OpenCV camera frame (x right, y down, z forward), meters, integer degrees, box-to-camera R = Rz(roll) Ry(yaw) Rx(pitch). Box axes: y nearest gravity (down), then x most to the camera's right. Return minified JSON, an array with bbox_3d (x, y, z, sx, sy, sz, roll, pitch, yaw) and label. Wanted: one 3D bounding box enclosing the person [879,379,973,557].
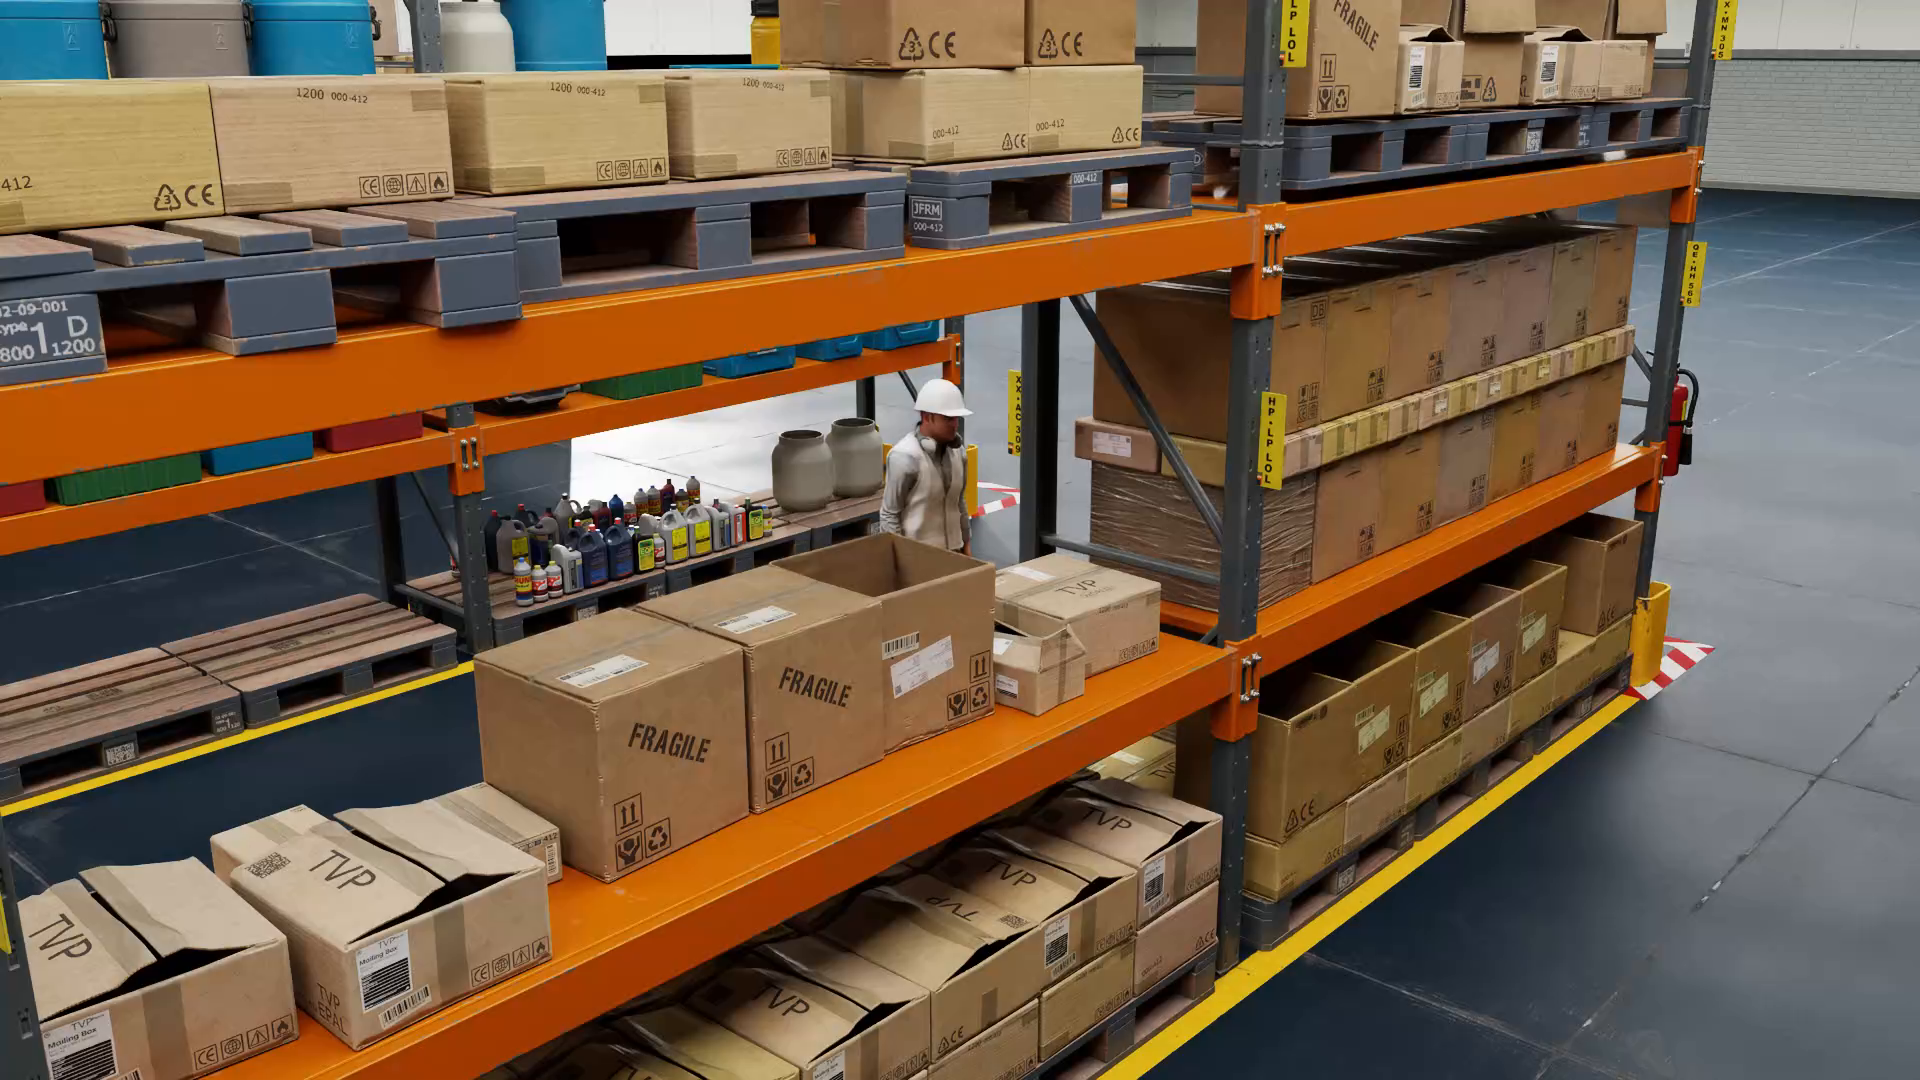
[{"bbox_3d":[-0.153,0.074,8.256,0.463,1.769,0.580,14,22,39],"label":"person"}]
